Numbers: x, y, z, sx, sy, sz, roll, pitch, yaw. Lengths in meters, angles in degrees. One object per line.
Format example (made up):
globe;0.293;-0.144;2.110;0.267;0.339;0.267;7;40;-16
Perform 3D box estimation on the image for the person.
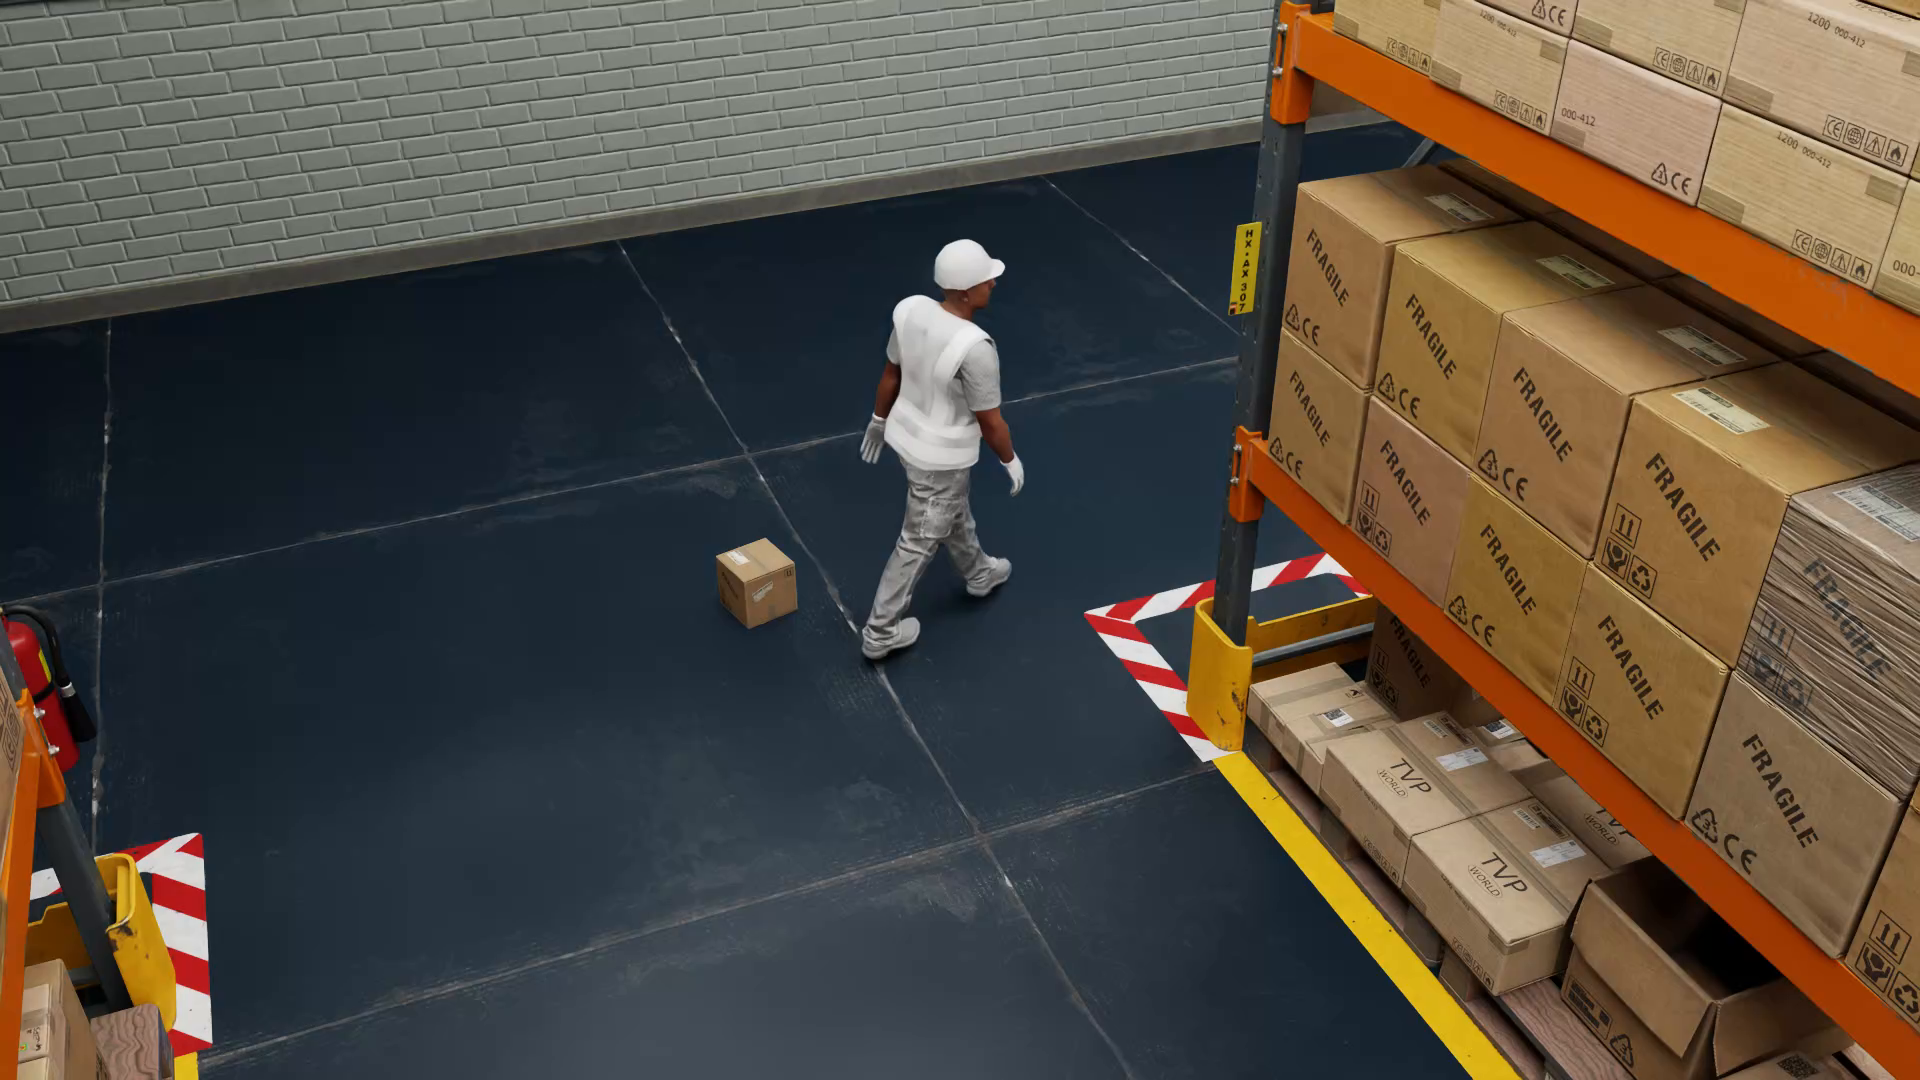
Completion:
person;-0.050;-0.379;6.692;0.892;1.744;0.609;-18;37;-25
